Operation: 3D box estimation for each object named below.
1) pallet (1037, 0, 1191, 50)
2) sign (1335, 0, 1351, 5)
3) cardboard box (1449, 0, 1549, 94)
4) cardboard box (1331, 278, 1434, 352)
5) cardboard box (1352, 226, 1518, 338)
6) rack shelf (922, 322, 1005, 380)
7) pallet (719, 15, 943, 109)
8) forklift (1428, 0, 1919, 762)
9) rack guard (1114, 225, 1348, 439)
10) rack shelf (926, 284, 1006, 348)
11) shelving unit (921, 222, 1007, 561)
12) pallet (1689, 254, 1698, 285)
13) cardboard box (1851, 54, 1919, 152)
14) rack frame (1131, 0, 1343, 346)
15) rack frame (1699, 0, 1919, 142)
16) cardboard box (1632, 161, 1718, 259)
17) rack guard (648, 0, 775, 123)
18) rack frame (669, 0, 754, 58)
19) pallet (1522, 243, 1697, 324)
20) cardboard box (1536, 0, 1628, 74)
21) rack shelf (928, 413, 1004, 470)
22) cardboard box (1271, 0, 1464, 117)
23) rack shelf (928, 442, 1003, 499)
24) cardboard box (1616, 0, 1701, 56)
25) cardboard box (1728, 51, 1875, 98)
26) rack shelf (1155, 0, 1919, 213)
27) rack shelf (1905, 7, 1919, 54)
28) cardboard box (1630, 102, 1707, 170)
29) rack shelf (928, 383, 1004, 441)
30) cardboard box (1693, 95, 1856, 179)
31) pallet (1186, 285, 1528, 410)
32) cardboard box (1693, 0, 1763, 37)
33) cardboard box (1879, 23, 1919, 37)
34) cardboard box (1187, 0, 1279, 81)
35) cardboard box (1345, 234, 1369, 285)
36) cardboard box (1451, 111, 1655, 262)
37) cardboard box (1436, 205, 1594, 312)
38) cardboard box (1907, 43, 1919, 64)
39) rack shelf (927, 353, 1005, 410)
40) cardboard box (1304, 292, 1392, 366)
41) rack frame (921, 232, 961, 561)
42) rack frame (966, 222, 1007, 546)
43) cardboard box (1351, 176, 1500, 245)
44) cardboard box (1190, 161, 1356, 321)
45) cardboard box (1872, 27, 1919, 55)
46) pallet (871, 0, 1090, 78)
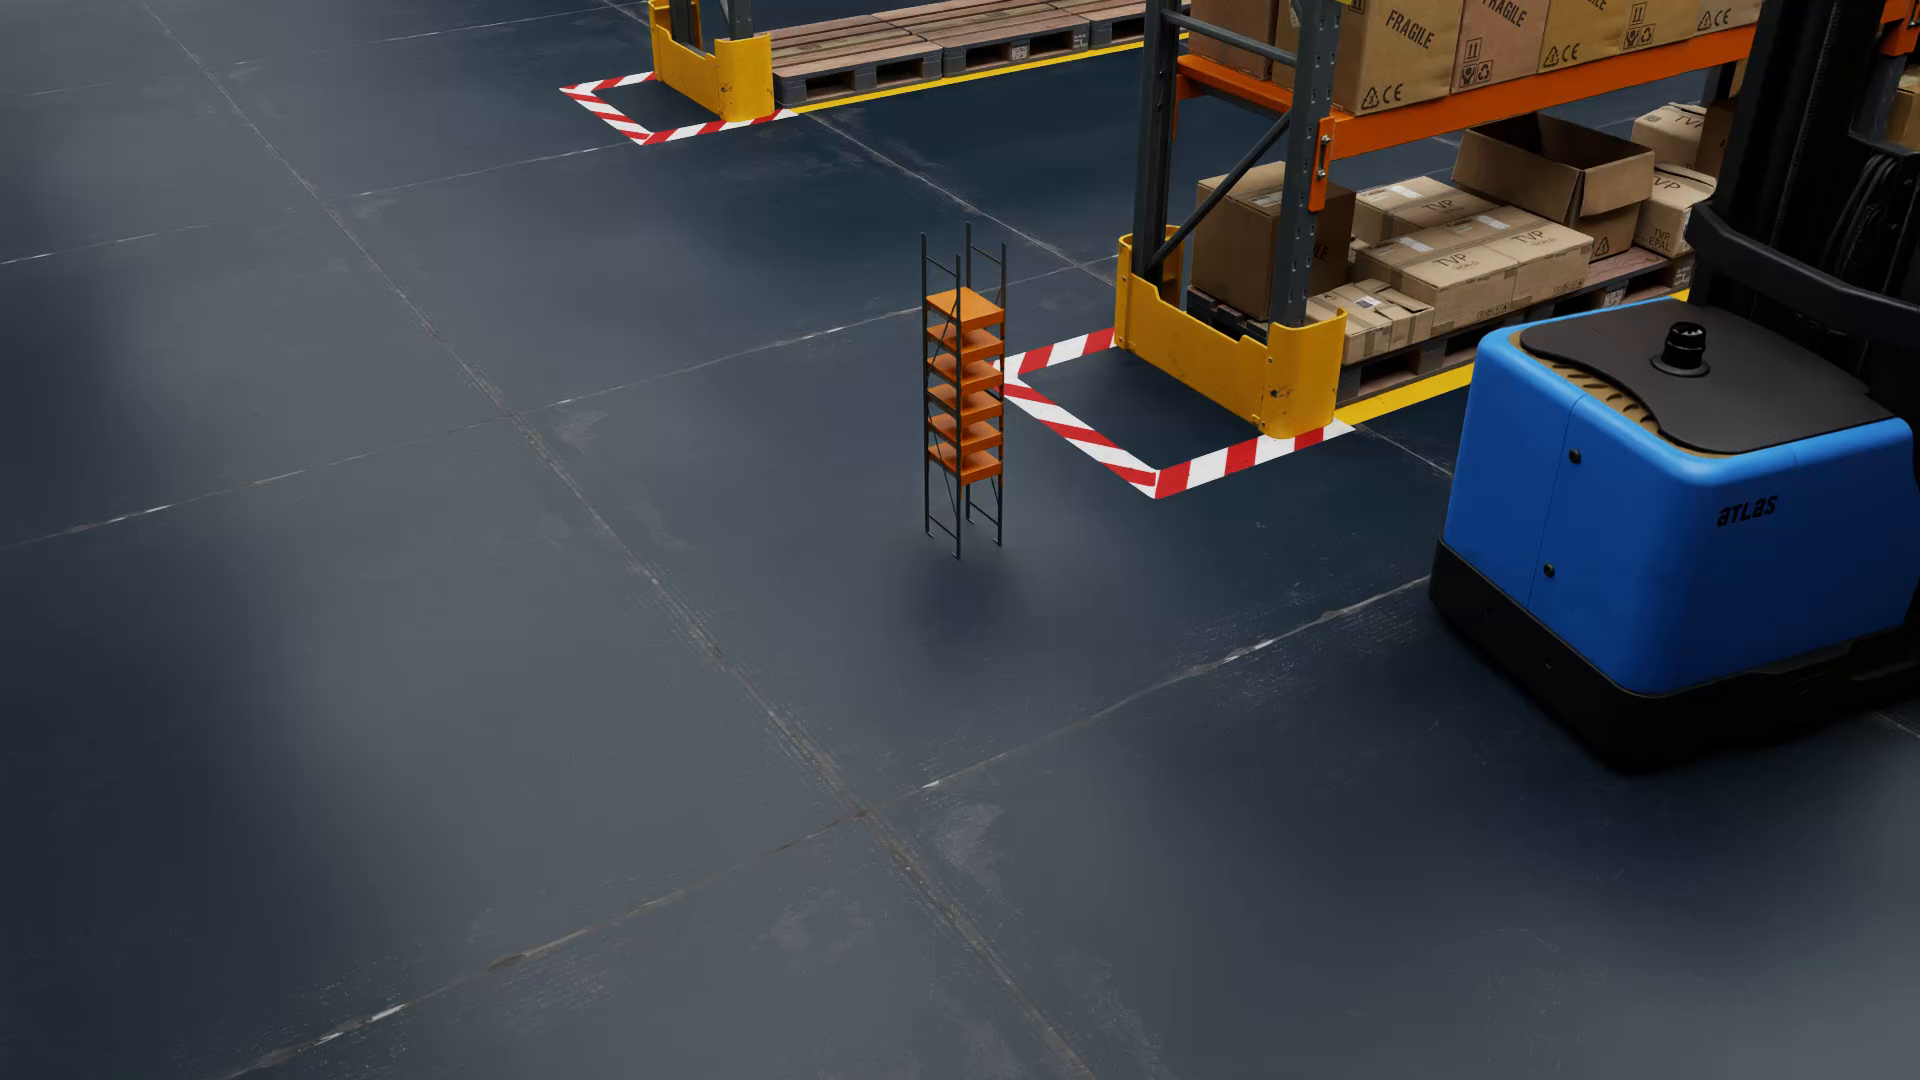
[{"bbox_3d":[1.169,-3.932,12.286,1.213,0.211,1.003,-19,37,-27],"label":"pallet"},{"bbox_3d":[1.378,-2.086,5.934,0.005,0.325,0.100,-19,37,-27],"label":"sign"},{"bbox_3d":[2.031,-2.167,6.780,0.500,0.500,0.500,-19,37,-28],"label":"cardboard box"},{"bbox_3d":[1.832,-0.990,7.251,0.250,0.166,0.380,-19,37,-27],"label":"cardboard box"},{"bbox_3d":[2.115,-1.161,7.443,0.500,0.250,0.500,-19,37,-27],"label":"cardboard box"},{"bbox_3d":[0.012,-0.677,5.832,0.180,0.103,0.258,-19,37,-27],"label":"rack shelf"},{"bbox_3d":[-0.882,-3.227,11.168,1.213,0.211,1.003,-19,37,-27],"label":"pallet"},{"bbox_3d":[3.202,-1.056,5.177,3.031,2.935,1.130,-12,34,-19],"label":"forklift"},{"bbox_3d":[1.148,-0.928,7.252,0.348,0.500,1.175,-19,37,-27],"label":"rack guard"},{"bbox_3d":[0.012,-0.779,5.768,0.180,0.103,0.258,-19,37,-27],"label":"rack shelf"},{"bbox_3d":[0.012,-0.512,5.937,0.189,1.200,0.258,-19,37,-27],"label":"shelving unit"},{"bbox_3d":[3.868,-1.742,8.813,1.213,0.211,1.003,-19,37,-27],"label":"pallet"},{"bbox_3d":[4.985,-2.279,8.981,0.500,0.500,0.500,-21,38,-29],"label":"cardboard box"},{"bbox_3d":[1.084,-1.963,6.550,0.127,3.000,1.000,-19,37,-27],"label":"rack frame"},{"bbox_3d":[4.446,-3.119,8.383,0.127,3.000,1.000,-19,37,-27],"label":"rack frame"},{"bbox_3d":[3.491,-1.659,8.177,0.500,0.311,0.500,-19,37,-27],"label":"cardboard box"},{"bbox_3d":[-1.610,-3.115,10.720,0.348,0.500,1.175,-19,37,-27],"label":"rack guard"},{"bbox_3d":[-1.596,-4.185,10.073,0.127,3.000,1.000,-19,37,-27],"label":"rack frame"},{"bbox_3d":[2.842,-1.387,8.251,1.213,0.211,1.003,-19,37,-27],"label":"pallet"},{"bbox_3d":[2.454,-2.311,7.008,0.500,0.500,0.500,-19,37,-27],"label":"cardboard box"},{"bbox_3d":[0.012,-0.373,6.024,0.180,0.103,0.258,-19,37,-27],"label":"rack shelf"},{"bbox_3d":[1.600,-2.015,6.540,0.500,0.500,0.500,-18,37,-26],"label":"cardboard box"},{"bbox_3d":[0.012,-0.271,6.088,0.180,0.103,0.258,-19,37,-27],"label":"rack shelf"},{"bbox_3d":[2.875,-2.454,7.236,0.500,0.500,0.500,-18,37,-27],"label":"cardboard box"},{"bbox_3d":[4.706,-2.519,9.363,0.500,0.500,0.500,-19,37,-28],"label":"cardboard box"},{"bbox_3d":[2.765,-2.237,7.659,4.000,0.370,1.077,-19,37,-27],"label":"rack shelf"},{"bbox_3d":[6.127,-3.393,9.492,4.000,0.370,1.077,-19,37,-27],"label":"rack shelf"},{"bbox_3d":[3.976,-2.144,8.945,0.500,0.311,0.500,-19,37,-27],"label":"cardboard box"},{"bbox_3d":[0.012,-0.474,5.960,0.180,0.103,0.258,-19,37,-27],"label":"rack shelf"},{"bbox_3d":[4.121,-1.956,8.470,0.500,0.500,0.500,-19,37,-27],"label":"cardboard box"},{"bbox_3d":[1.818,-1.036,7.695,1.213,0.211,1.003,-19,37,-27],"label":"pallet"},{"bbox_3d":[3.302,-2.603,7.471,0.500,0.500,0.500,-18,36,-26],"label":"cardboard box"},{"bbox_3d":[5.547,-2.803,9.813,0.500,0.500,0.500,-18,37,-27],"label":"cardboard box"},{"bbox_3d":[1.313,-2.257,6.922,0.500,0.500,0.500,-18,36,-26],"label":"cardboard box"},{"bbox_3d":[1.797,-1.295,7.735,0.250,0.166,0.380,-19,37,-27],"label":"cardboard box"},{"bbox_3d":[2.870,-1.704,8.067,0.637,0.503,0.797,-19,37,-27],"label":"cardboard box"},{"bbox_3d":[2.535,-1.305,7.672,0.500,0.250,0.500,-19,37,-27],"label":"cardboard box"},{"bbox_3d":[5.427,-2.438,9.234,0.500,0.500,0.500,-18,37,-27],"label":"cardboard box"},{"bbox_3d":[0.012,-0.576,5.896,0.180,0.103,0.258,-19,37,-27],"label":"rack shelf"},{"bbox_3d":[1.622,-0.910,7.141,0.250,0.149,0.380,-19,37,-27],"label":"cardboard box"},{"bbox_3d":[-0.065,-0.485,5.895,0.006,1.200,0.240,-19,37,-27],"label":"rack frame"},{"bbox_3d":[0.089,-0.538,5.978,0.006,1.200,0.240,-19,37,-27],"label":"rack frame"},{"bbox_3d":[2.222,-1.515,8.005,0.500,0.250,0.500,-19,37,-27],"label":"cardboard box"},{"bbox_3d":[1.408,-1.359,7.524,0.500,0.500,0.500,-19,37,-27],"label":"cardboard box"},{"bbox_3d":[5.126,-2.658,9.583,0.500,0.500,0.500,-19,37,-27],"label":"cardboard box"},{"bbox_3d":[0.142,-3.577,11.723,1.213,0.211,1.003,-19,37,-27],"label":"pallet"}]
